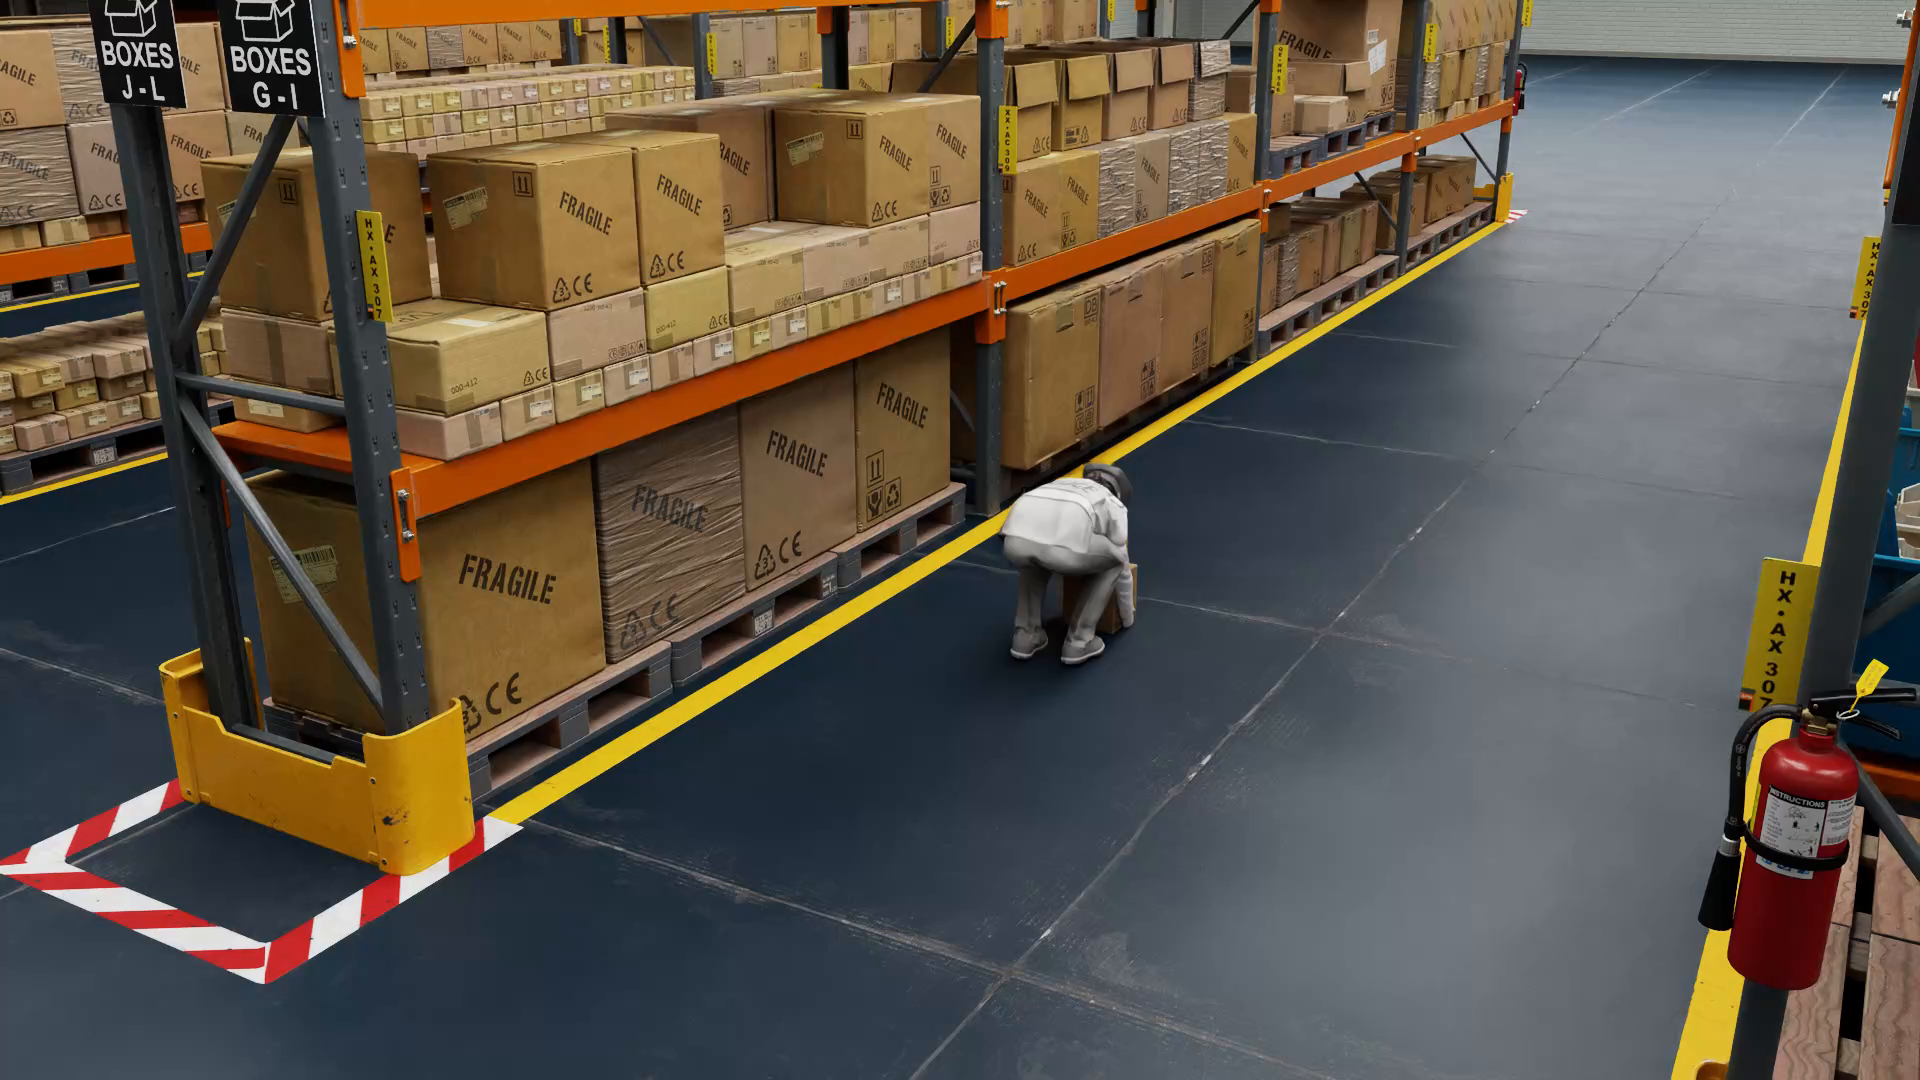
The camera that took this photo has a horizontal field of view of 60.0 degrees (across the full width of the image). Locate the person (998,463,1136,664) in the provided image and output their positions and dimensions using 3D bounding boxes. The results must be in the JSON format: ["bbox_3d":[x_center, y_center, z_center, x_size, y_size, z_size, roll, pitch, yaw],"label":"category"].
[{"bbox_3d":[0.478,0.097,7.158,0.456,0.783,0.910,10,22,26],"label":"person"}]
